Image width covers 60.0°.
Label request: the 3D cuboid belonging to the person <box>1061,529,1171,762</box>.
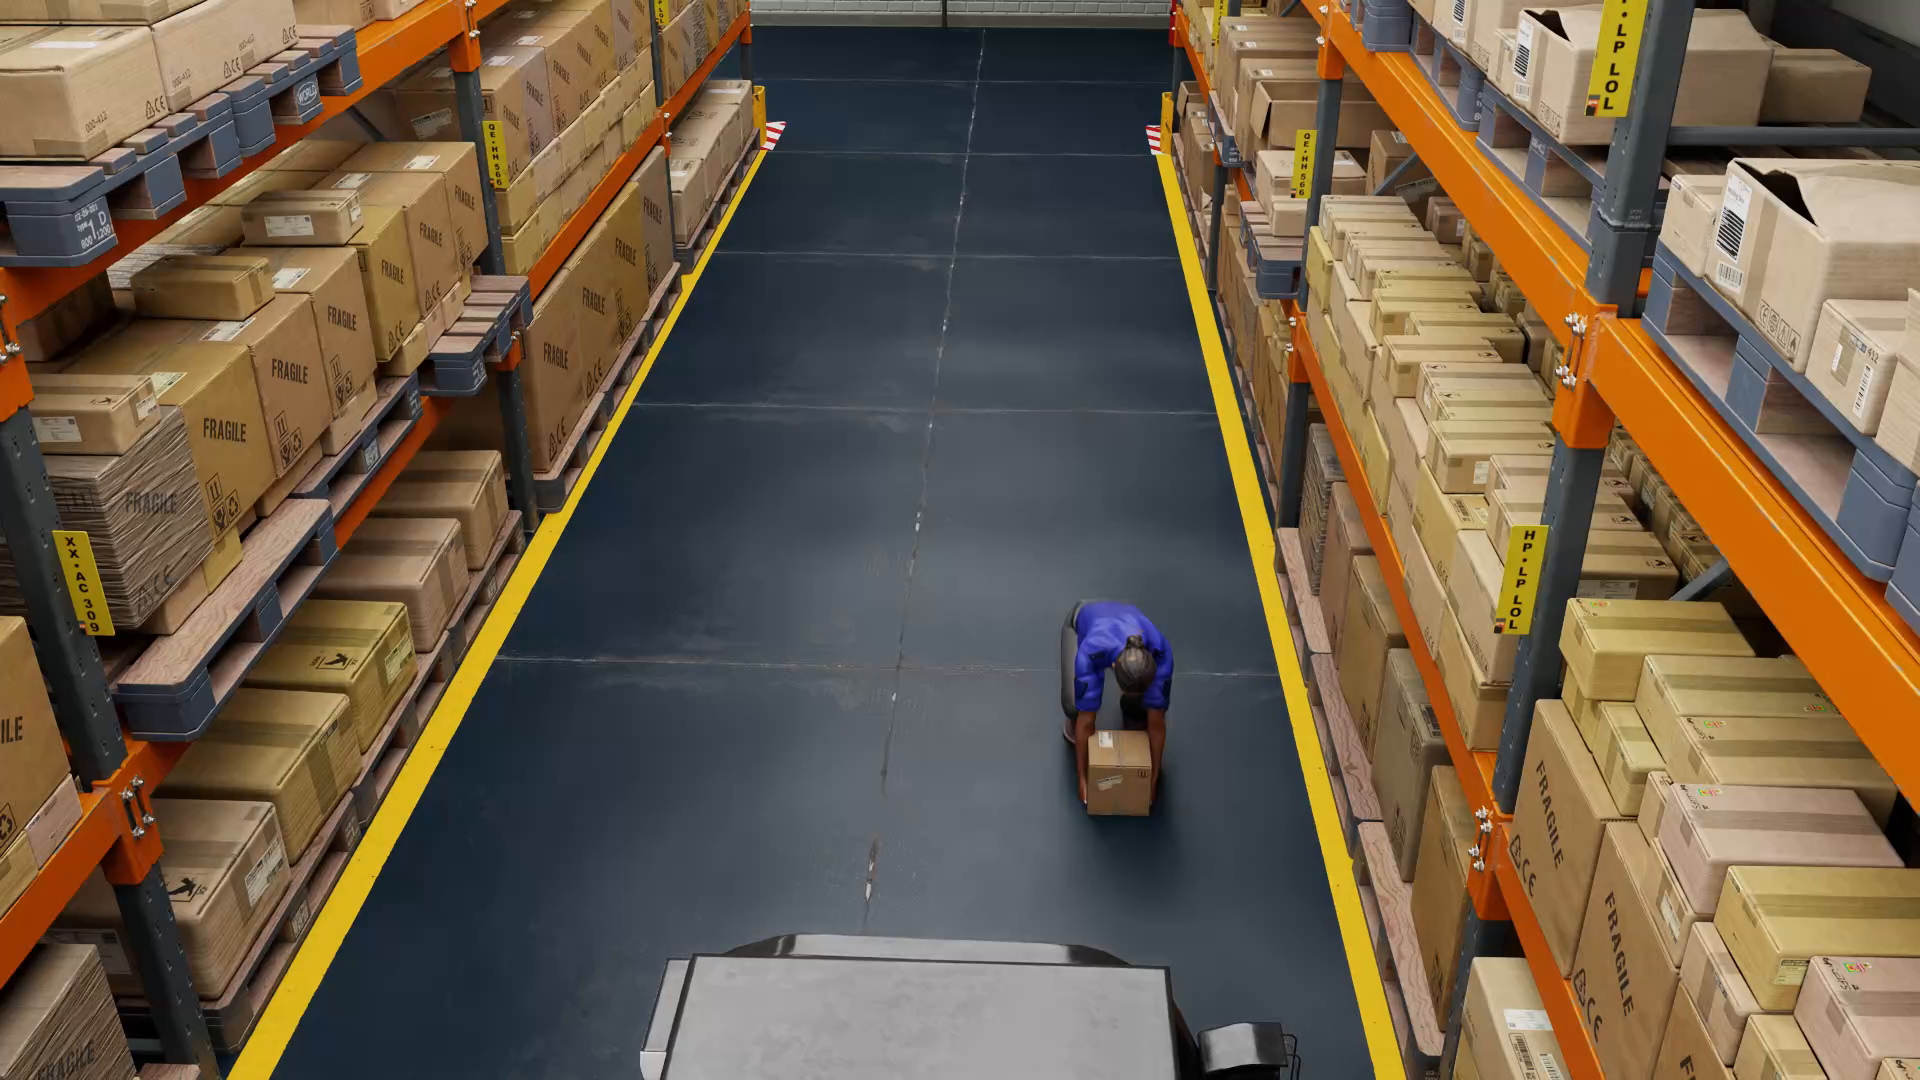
[{"bbox_3d":[0.653,0.505,6.933,0.445,0.953,0.876,-1,28,-2],"label":"person"}]
